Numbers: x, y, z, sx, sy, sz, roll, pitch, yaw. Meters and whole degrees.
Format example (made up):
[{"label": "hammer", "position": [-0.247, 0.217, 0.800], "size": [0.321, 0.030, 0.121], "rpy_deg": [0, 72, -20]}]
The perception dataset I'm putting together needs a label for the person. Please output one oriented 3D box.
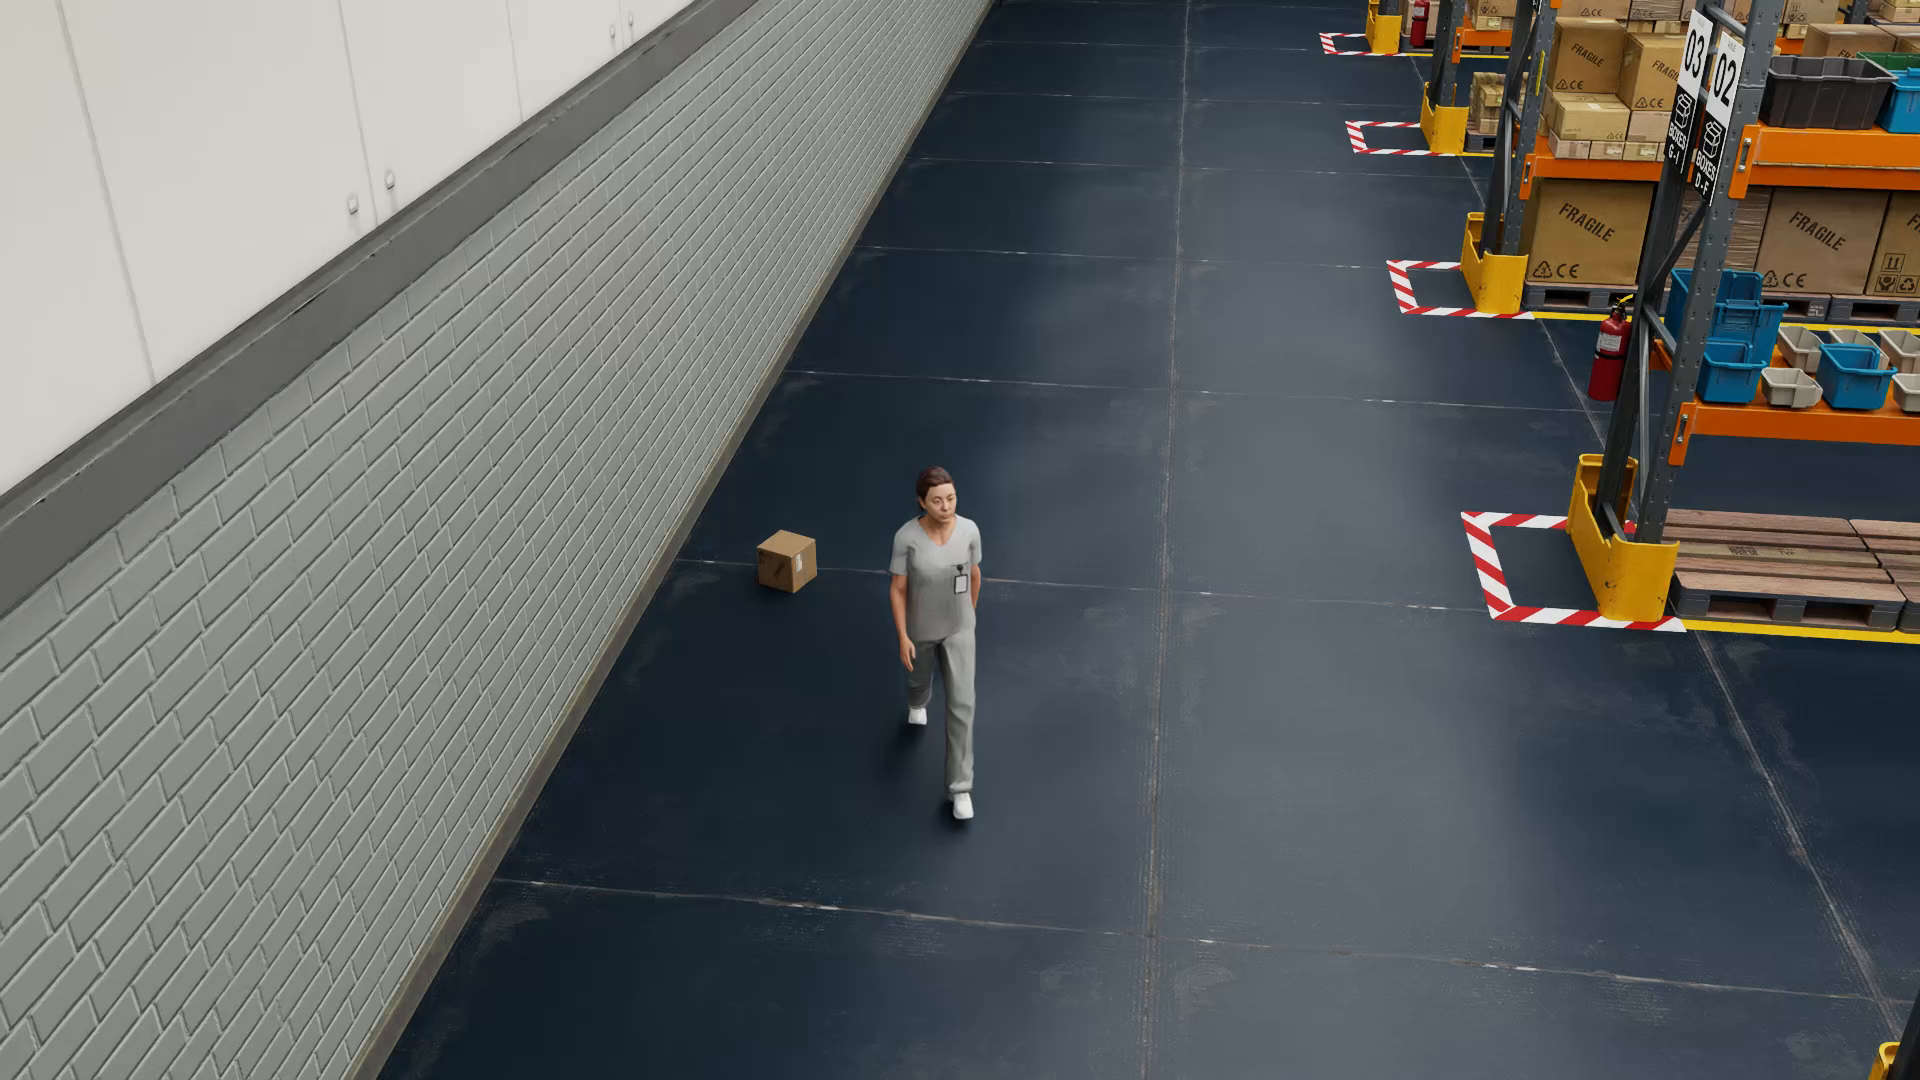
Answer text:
[{"label": "person", "position": [-0.110, 0.406, 7.879], "size": [0.444, 1.618, 1.046], "rpy_deg": [-3, 29, -5]}]
